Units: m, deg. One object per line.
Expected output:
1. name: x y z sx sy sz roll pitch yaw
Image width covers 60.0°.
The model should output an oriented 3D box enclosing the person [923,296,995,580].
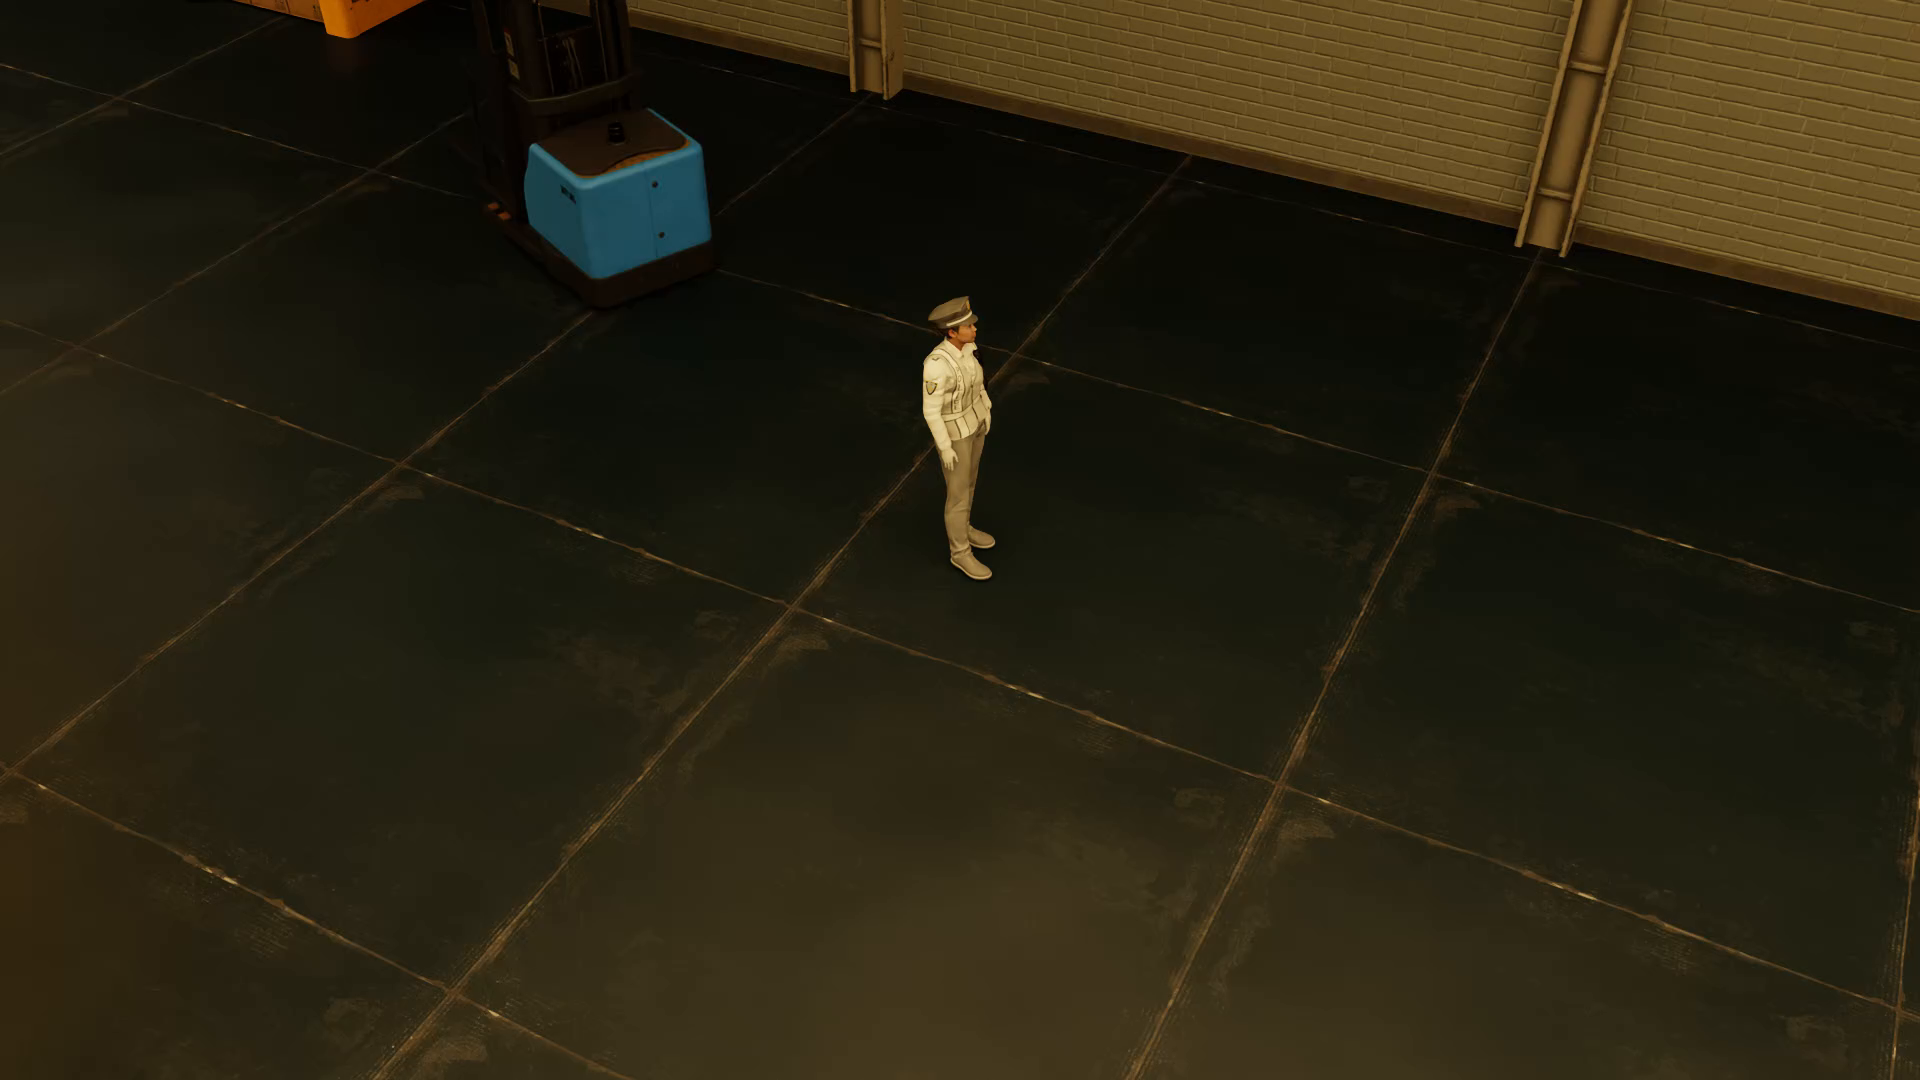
1. person: 0.058 -0.629 9.682 0.530 1.694 0.586 18 43 21

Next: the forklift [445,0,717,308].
1. forklift: -3.141 -3.713 12.395 1.130 2.935 3.031 -26 47 -28
